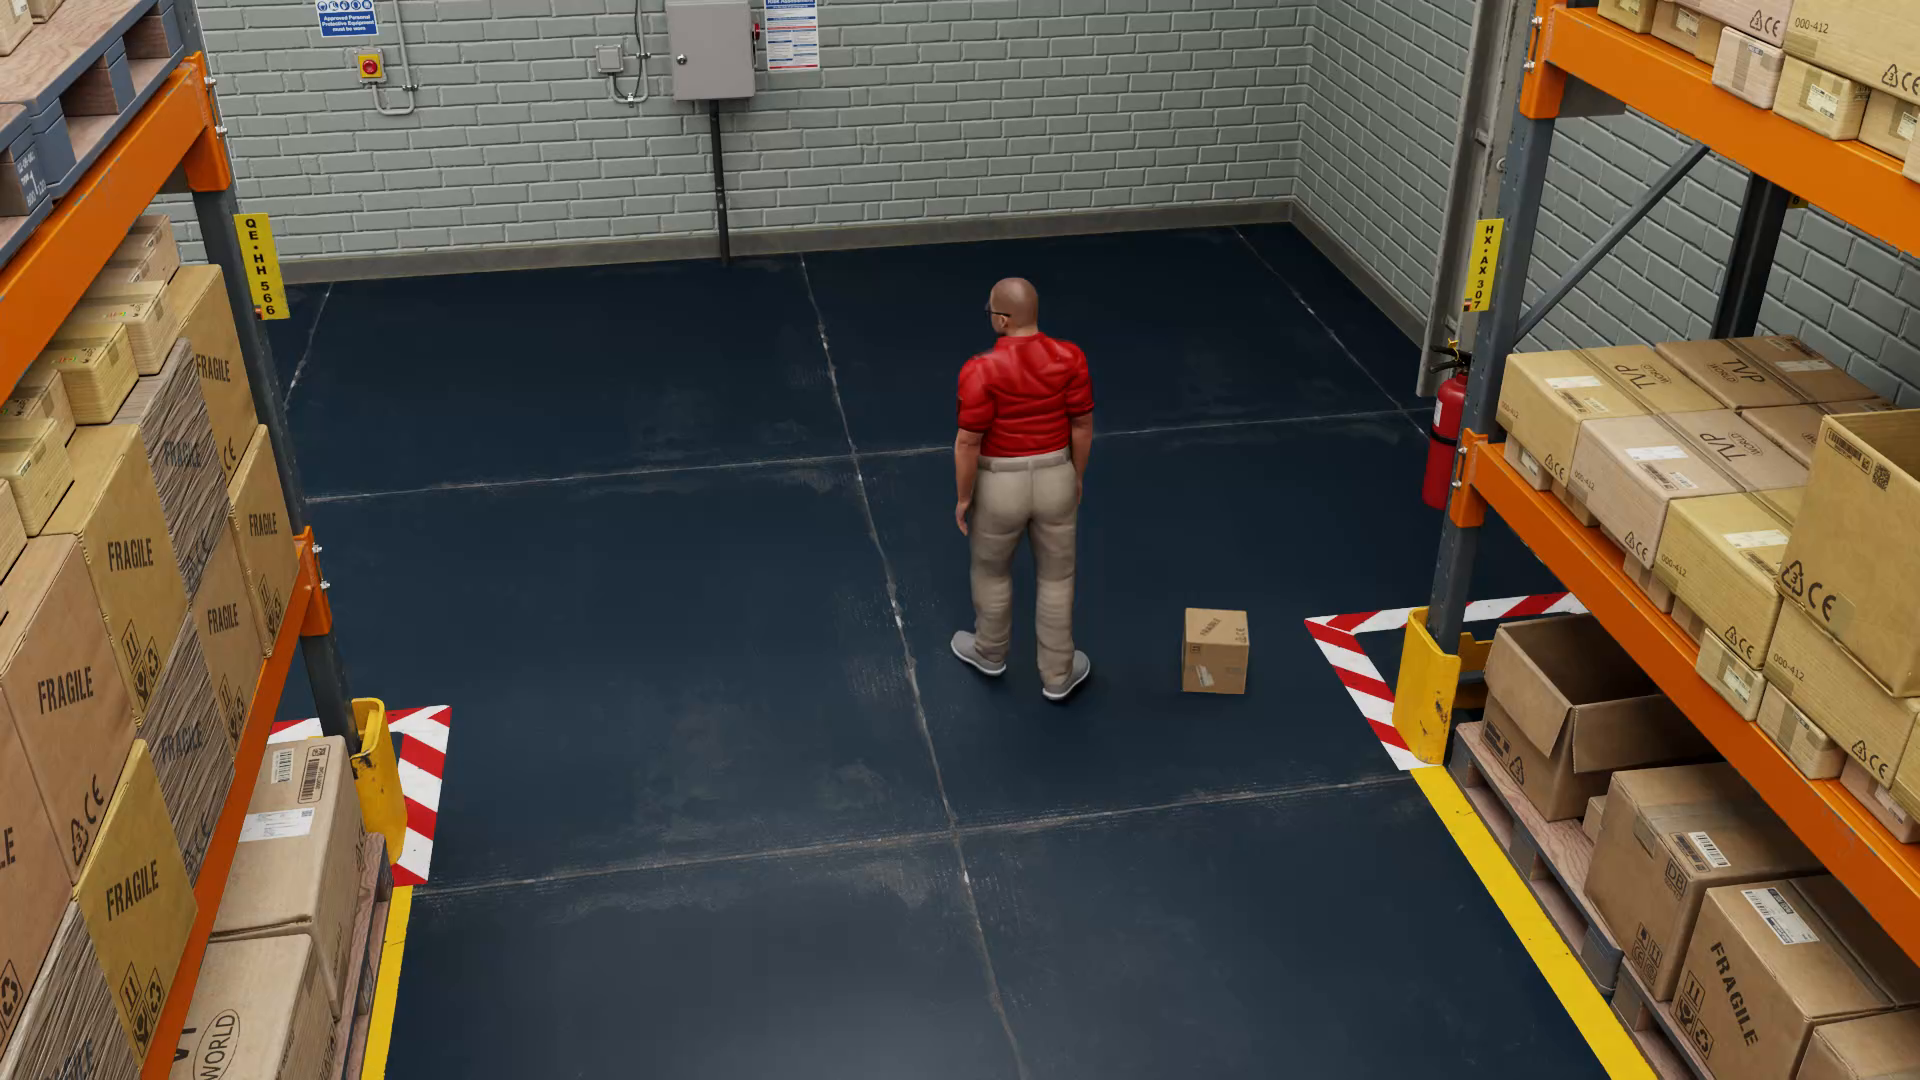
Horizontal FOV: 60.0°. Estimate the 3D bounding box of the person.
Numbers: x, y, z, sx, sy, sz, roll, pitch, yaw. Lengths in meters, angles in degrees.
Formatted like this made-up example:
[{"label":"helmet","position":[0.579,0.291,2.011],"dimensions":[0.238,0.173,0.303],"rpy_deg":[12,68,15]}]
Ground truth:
[{"label":"person","position":[0.244,-0.199,6.477],"dimensions":[0.568,1.728,0.565],"rpy_deg":[-6,31,-10]}]
